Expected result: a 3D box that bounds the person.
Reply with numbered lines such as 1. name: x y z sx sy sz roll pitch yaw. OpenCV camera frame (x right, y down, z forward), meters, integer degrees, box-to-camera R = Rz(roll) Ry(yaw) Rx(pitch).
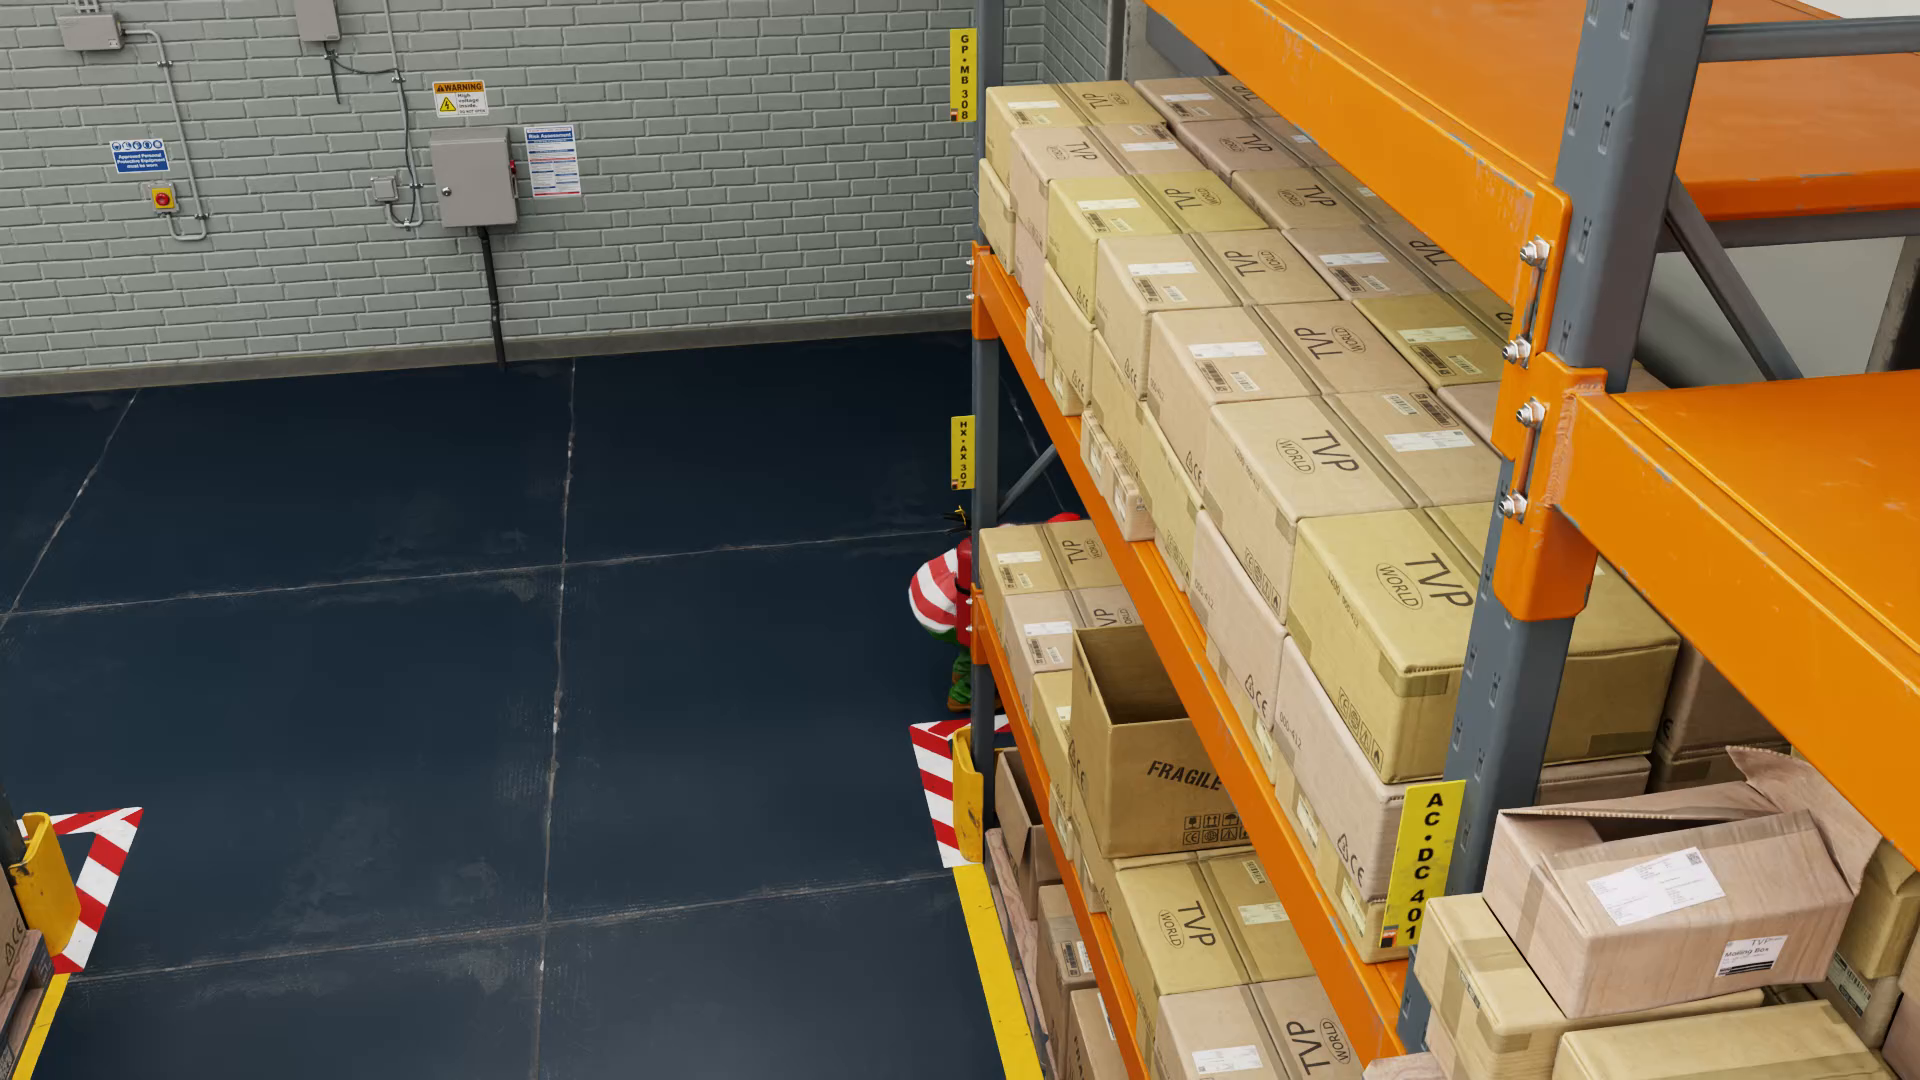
1. person: 0.200 0.344 8.325 0.909 0.989 0.535 -5 31 -8
